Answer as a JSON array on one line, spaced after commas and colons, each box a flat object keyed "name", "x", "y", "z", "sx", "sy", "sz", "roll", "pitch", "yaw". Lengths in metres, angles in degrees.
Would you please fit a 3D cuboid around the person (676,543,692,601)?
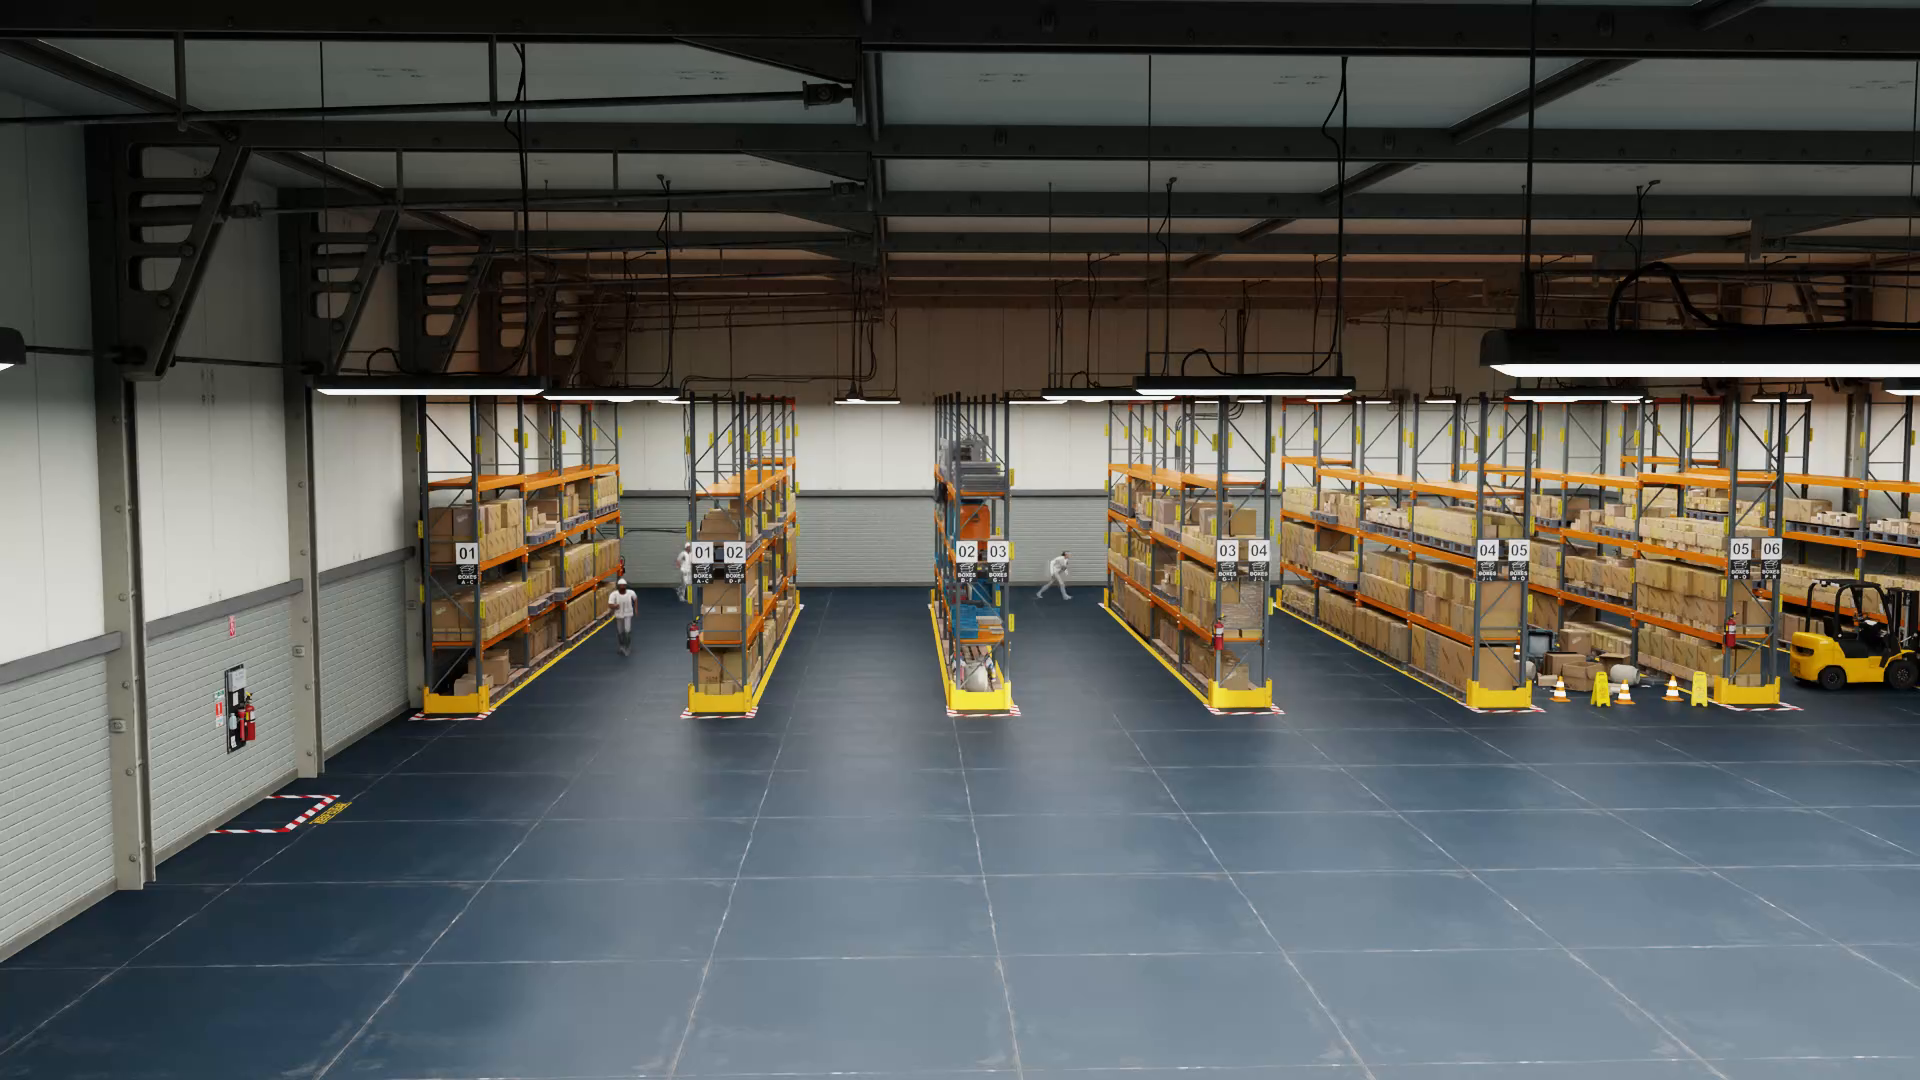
[{"name": "person", "x": -8.113, "y": 0.929, "z": 49.217, "sx": 0.566, "sy": 1.710, "sz": 0.729, "roll": 3, "pitch": 6, "yaw": 35}]

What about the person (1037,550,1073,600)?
[{"name": "person", "x": 2.818, "y": 1.018, "z": 49.158, "sx": 1.134, "sy": 1.482, "sz": 0.590, "roll": 2, "pitch": 5, "yaw": 27}]

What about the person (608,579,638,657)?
[{"name": "person", "x": -7.739, "y": 1.786, "z": 38.225, "sx": 0.656, "sy": 1.811, "sz": 0.832, "roll": -1, "pitch": 5, "yaw": -8}]
